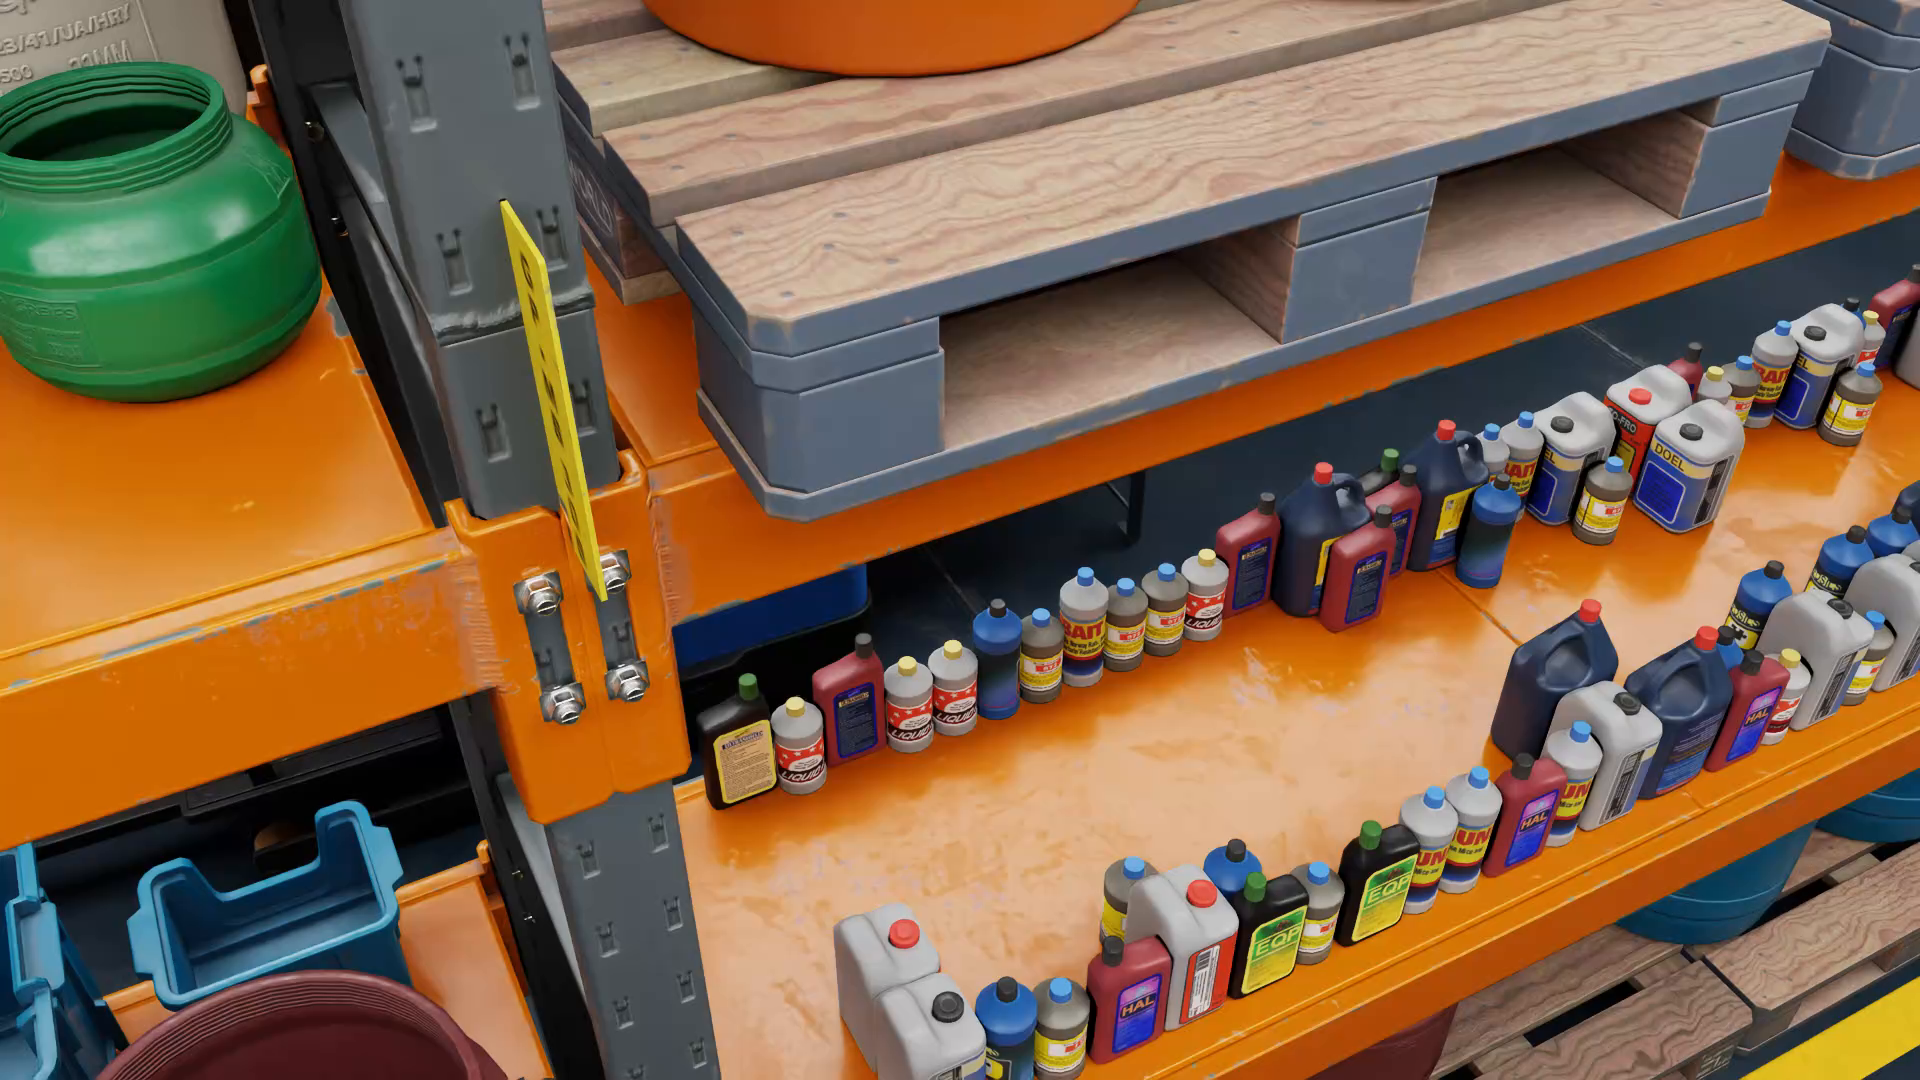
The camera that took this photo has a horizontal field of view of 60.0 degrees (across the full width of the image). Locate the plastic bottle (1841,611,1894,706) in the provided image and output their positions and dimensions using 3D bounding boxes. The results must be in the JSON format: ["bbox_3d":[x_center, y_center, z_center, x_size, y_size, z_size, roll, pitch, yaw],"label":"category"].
[{"bbox_3d":[1.789,0.226,3.315,0.097,0.201,0.097,0,40,0],"label":"plastic bottle"}]

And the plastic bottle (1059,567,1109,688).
[{"bbox_3d":[0.245,0.166,3.331,0.097,0.271,0.097,0,40,0],"label":"plastic bottle"}]

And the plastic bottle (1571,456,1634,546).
[{"bbox_3d":[1.431,-0.095,3.695,0.097,0.201,0.097,0,40,0],"label":"plastic bottle"}]

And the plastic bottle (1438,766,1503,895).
[{"bbox_3d":[0.891,0.502,2.935,0.097,0.271,0.097,0,40,0],"label":"plastic bottle"}]

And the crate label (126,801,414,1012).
[{"bbox_3d":[-1.124,0.666,2.771,0.416,0.233,0.303,-19,44,-21],"label":"crate label"}]

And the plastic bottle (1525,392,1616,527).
[{"bbox_3d":[1.357,-0.190,3.748,0.135,0.276,0.152,-19,44,-21],"label":"plastic bottle"}]

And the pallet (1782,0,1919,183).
[{"bbox_3d":[1.316,-0.945,2.369,1.213,0.211,1.003,-19,44,-21],"label":"pallet"}]

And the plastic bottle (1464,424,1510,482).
[{"bbox_3d":[1.155,-0.140,3.693,0.097,0.271,0.097,0,40,0],"label":"plastic bottle"}]

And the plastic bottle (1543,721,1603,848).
[{"bbox_3d":[1.096,0.433,3.016,0.097,0.271,0.097,0,40,0],"label":"plastic bottle"}]

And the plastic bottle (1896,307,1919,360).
[{"bbox_3d":[2.448,-0.593,4.219,0.133,0.283,0.061,-19,44,-21],"label":"plastic bottle"}]

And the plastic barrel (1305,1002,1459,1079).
[{"bbox_3d":[0.851,0.959,3.837,0.708,0.588,0.600,-19,44,-21],"label":"plastic barrel"}]

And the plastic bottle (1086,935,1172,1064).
[{"bbox_3d":[0.269,0.720,2.668,0.133,0.283,0.061,-19,44,-21],"label":"plastic bottle"}]

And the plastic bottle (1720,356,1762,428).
[{"bbox_3d":[1.858,-0.349,3.995,0.097,0.201,0.097,0,40,0],"label":"plastic bottle"}]

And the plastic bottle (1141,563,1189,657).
[{"bbox_3d":[0.418,0.135,3.423,0.097,0.201,0.097,0,40,0],"label":"plastic bottle"}]

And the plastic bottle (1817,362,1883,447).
[{"bbox_3d":[2.134,-0.332,3.974,0.097,0.201,0.097,0,40,0],"label":"plastic bottle"}]

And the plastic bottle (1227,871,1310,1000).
[{"bbox_3d":[0.506,0.640,2.762,0.133,0.283,0.061,-19,44,-21],"label":"plastic bottle"}]

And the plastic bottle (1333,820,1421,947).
[{"bbox_3d":[0.711,0.571,2.844,0.133,0.283,0.061,-19,44,-21],"label":"plastic bottle"}]

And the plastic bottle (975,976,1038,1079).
[{"bbox_3d":[0.071,0.778,2.609,0.097,0.271,0.097,0,40,0],"label":"plastic bottle"}]

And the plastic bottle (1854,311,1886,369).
[{"bbox_3d":[2.236,-0.477,4.145,0.097,0.201,0.097,0,40,0],"label":"plastic bottle"}]

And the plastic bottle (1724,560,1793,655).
[{"bbox_3d":[1.600,0.153,3.348,0.097,0.271,0.097,0,40,0],"label":"plastic bottle"}]

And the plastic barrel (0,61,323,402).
[{"bbox_3d":[-0.773,-0.291,1.571,0.294,0.245,0.294,0,40,0],"label":"plastic barrel"}]

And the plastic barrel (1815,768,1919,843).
[{"bbox_3d":[2.480,0.291,4.384,0.708,0.901,0.600,-19,44,-21],"label":"plastic barrel"}]

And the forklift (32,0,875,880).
[{"bbox_3d":[-1.827,-0.567,4.151,3.031,2.935,1.130,-17,43,-19],"label":"forklift"}]

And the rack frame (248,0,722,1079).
[{"bbox_3d":[-0.577,0.691,2.611,0.127,3.000,1.000,-19,44,-21],"label":"rack frame"}]

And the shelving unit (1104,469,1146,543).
[{"bbox_3d":[0.041,-0.572,5.265,1.048,1.500,0.538,-17,43,-19],"label":"shelving unit"}]

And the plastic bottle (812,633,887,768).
[{"bbox_3d":[-0.211,0.302,3.162,0.133,0.283,0.061,-19,44,-21],"label":"plastic bottle"}]

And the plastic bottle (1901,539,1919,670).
[{"bbox_3d":[1.999,0.107,3.397,0.135,0.276,0.152,-19,44,-21],"label":"plastic bottle"}]

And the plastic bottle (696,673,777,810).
[{"bbox_3d":[-0.415,0.371,3.081,0.133,0.283,0.061,-19,44,-21],"label":"plastic bottle"}]

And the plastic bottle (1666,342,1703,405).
[{"bbox_3d":[1.661,-0.328,3.906,0.133,0.283,0.061,-19,44,-21],"label":"plastic bottle"}]

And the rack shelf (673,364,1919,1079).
[{"bbox_3d":[1.197,0.369,3.549,4.000,0.370,1.077,-19,44,-21],"label":"rack shelf"}]

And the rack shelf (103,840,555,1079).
[{"bbox_3d":[-2.351,1.563,2.139,4.000,0.370,1.077,-19,44,-21],"label":"rack shelf"}]

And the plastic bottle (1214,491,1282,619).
[{"bbox_3d":[0.598,0.030,3.484,0.133,0.283,0.061,-19,44,-21],"label":"plastic bottle"}]

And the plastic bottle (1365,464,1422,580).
[{"bbox_3d":[0.909,-0.030,3.555,0.133,0.283,0.061,-19,44,-21],"label":"plastic bottle"}]

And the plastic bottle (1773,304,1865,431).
[{"bbox_3d":[2.059,-0.426,4.028,0.135,0.276,0.152,-19,44,-21],"label":"plastic bottle"}]

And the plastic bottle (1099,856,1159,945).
[{"bbox_3d":[0.292,0.619,2.850,0.097,0.201,0.097,0,40,0],"label":"plastic bottle"}]

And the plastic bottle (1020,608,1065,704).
[{"bbox_3d":[0.159,0.222,3.320,0.097,0.201,0.097,0,40,0],"label":"plastic bottle"}]

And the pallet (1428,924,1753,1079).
[{"bbox_3d":[1.183,1.135,4.246,1.213,0.211,1.003,-19,44,-21],"label":"pallet"}]

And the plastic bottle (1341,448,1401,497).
[{"bbox_3d":[0.881,-0.065,3.596,0.133,0.283,0.061,-19,44,-21],"label":"plastic bottle"}]

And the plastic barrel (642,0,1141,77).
[{"bbox_3d":[-0.072,-0.945,1.566,0.708,0.830,0.600,-19,44,-21],"label":"plastic barrel"}]

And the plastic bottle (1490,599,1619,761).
[{"bbox_3d":[1.140,0.260,3.159,0.185,0.351,0.144,-19,44,-21],"label":"plastic bottle"}]

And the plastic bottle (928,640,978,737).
[{"bbox_3d":[-0.014,0.280,3.251,0.097,0.201,0.097,0,40,0],"label":"plastic bottle"}]

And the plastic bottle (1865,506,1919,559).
[{"bbox_3d":[1.925,0.043,3.477,0.097,0.271,0.097,0,40,0],"label":"plastic bottle"}]

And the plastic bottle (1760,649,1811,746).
[{"bbox_3d":[1.584,0.296,3.233,0.097,0.201,0.097,0,40,0],"label":"plastic bottle"}]

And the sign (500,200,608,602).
[{"bbox_3d":[-0.317,-0.100,1.306,0.005,0.325,0.100,-19,44,-21],"label":"sign"}]

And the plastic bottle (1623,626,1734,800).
[{"bbox_3d":[1.329,0.307,3.104,0.185,0.351,0.144,-19,44,-21],"label":"plastic bottle"}]
